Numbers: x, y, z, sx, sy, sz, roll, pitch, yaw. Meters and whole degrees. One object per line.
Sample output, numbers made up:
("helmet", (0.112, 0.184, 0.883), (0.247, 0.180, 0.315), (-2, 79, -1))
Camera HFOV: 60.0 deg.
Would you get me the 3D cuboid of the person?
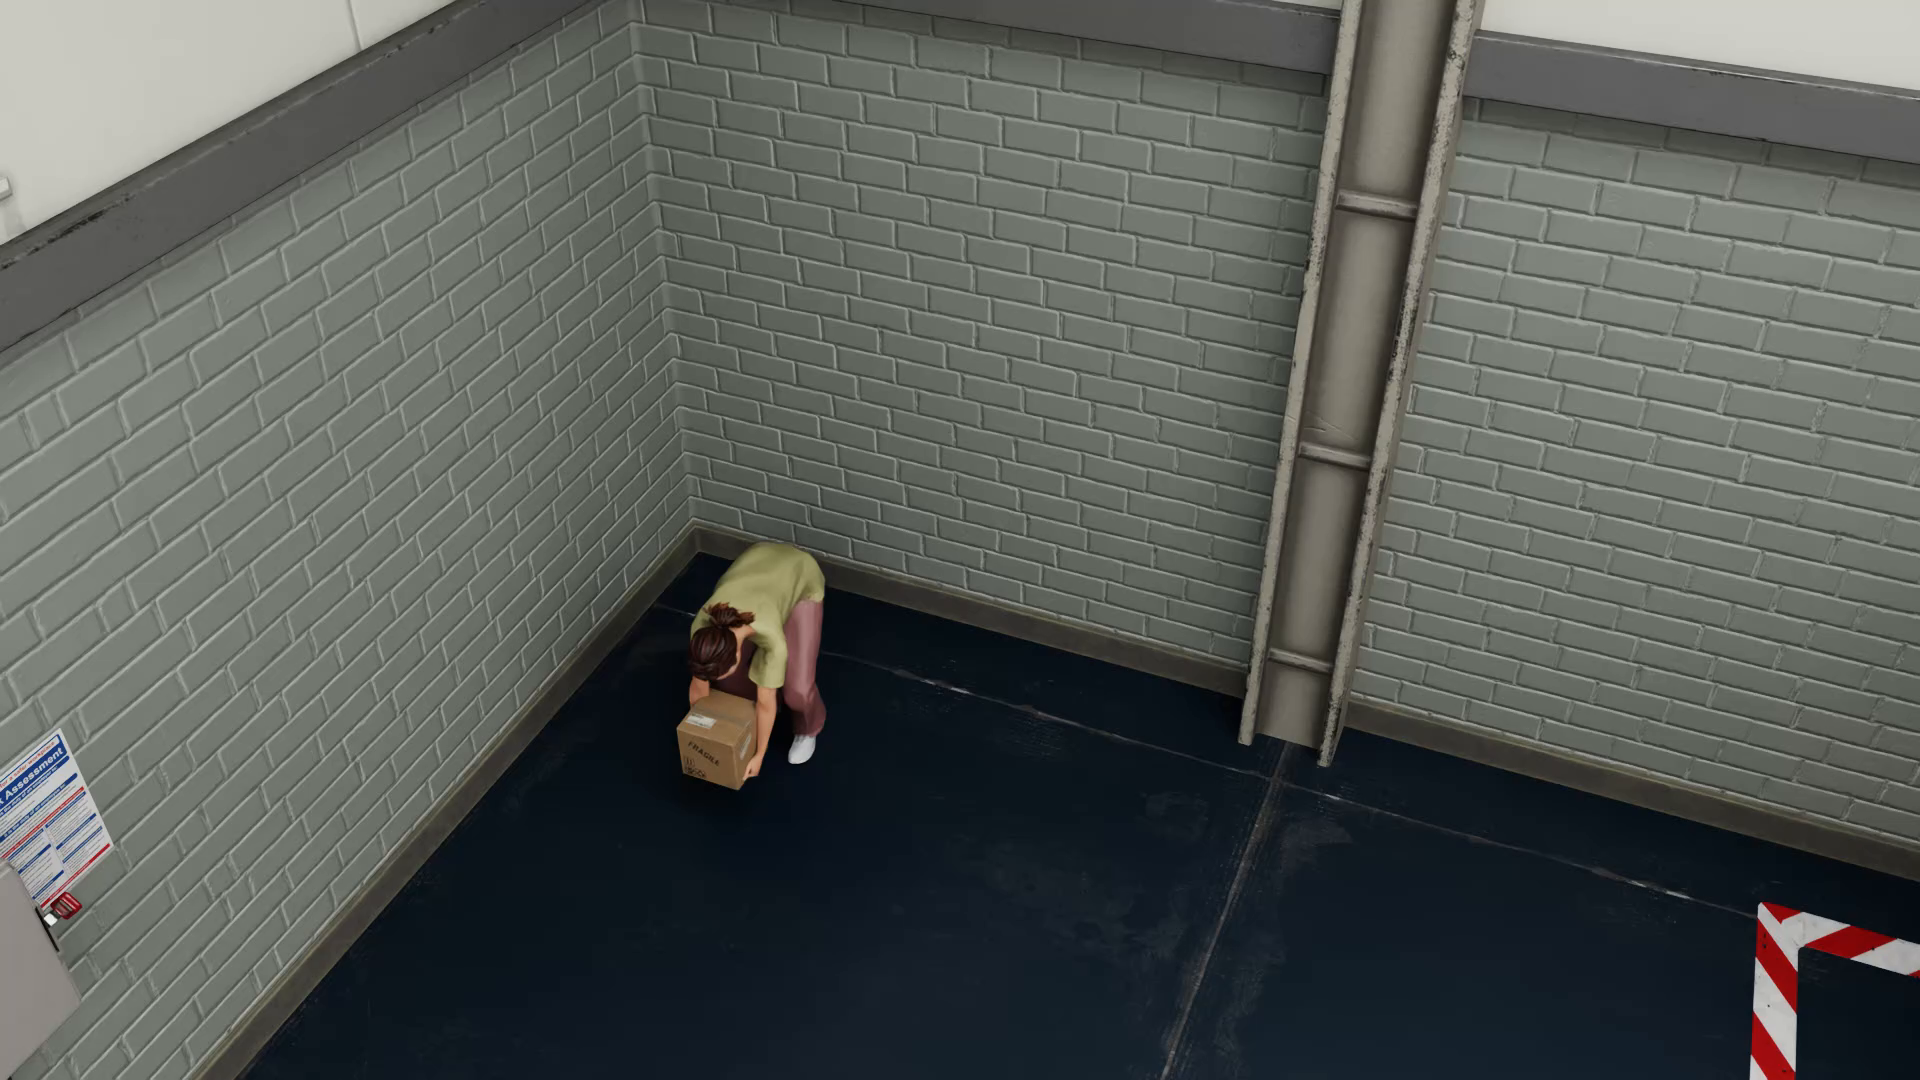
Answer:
("person", (-0.819, 0.530, 6.660), (0.466, 1.031, 0.868), (12, 39, 15))
